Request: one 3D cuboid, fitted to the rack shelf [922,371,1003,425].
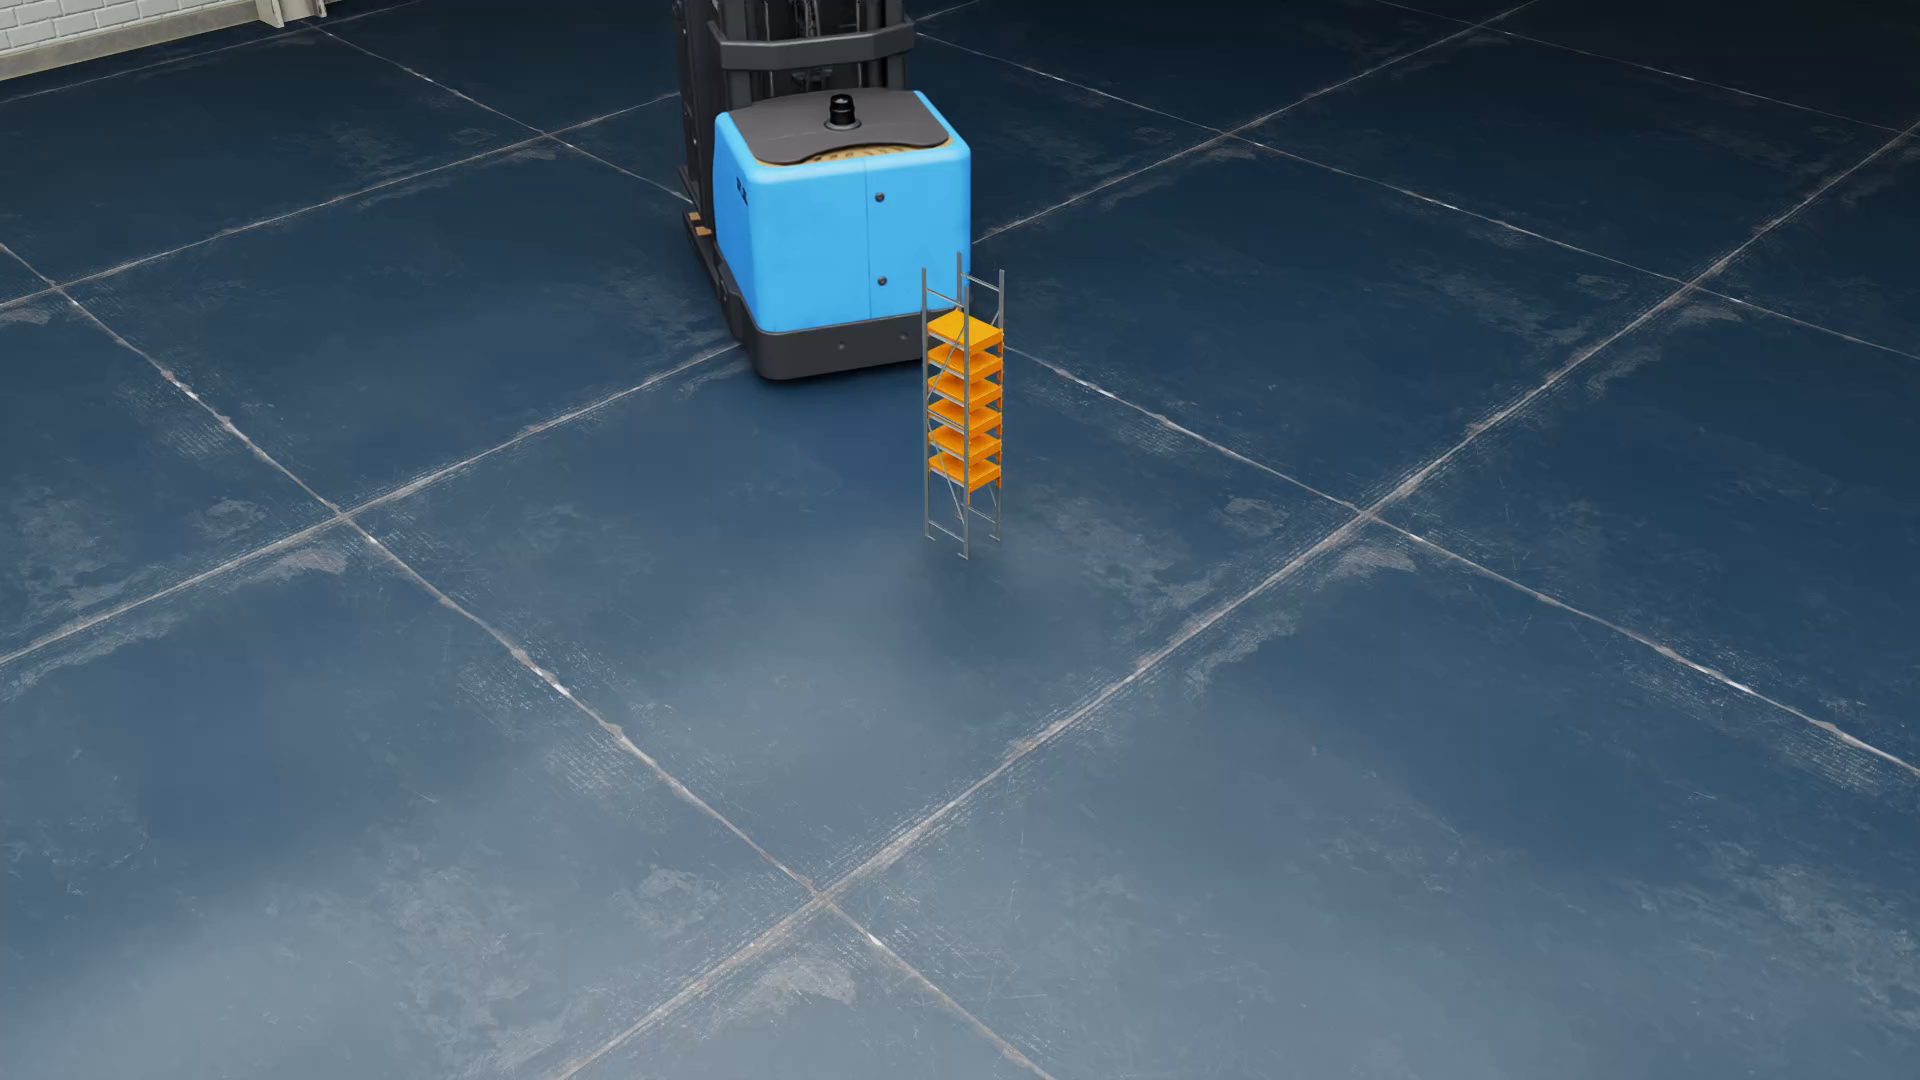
[{"bbox_3d":[0.010,-0.560,6.372,0.258,0.103,0.180,30,45,35],"label":"rack shelf"}]

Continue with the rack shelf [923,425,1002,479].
[{"bbox_3d":[0.010,-0.363,6.509,0.258,0.103,0.180,30,45,35],"label":"rack shelf"}]

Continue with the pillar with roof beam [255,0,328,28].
[{"bbox_3d":[-1.876,-5.821,7.230,9.100,9.000,0.400,30,45,35],"label":"pillar with roof beam"}]

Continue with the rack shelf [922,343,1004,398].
[{"bbox_3d":[0.010,-0.658,6.303,0.258,0.103,0.180,30,45,35],"label":"rack shelf"}]

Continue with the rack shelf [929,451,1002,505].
[{"bbox_3d":[0.010,-0.265,6.578,0.258,0.103,0.180,30,45,35],"label":"rack shelf"}]

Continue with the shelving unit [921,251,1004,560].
[{"bbox_3d":[0.010,-0.498,6.415,0.258,1.200,0.189,30,45,35],"label":"shelving unit"}]

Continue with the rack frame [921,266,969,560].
[{"bbox_3d":[-0.054,-0.461,6.362,0.240,1.200,0.006,30,45,35],"label":"rack frame"}]

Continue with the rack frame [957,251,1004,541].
[{"bbox_3d":[0.075,-0.535,6.468,0.240,1.200,0.006,30,45,35],"label":"rack frame"}]

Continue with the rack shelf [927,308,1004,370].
[{"bbox_3d":[0.010,-0.757,6.235,0.258,0.103,0.180,30,45,35],"label":"rack shelf"}]

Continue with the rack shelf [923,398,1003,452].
[{"bbox_3d":[0.010,-0.462,6.441,0.258,0.103,0.180,30,45,35],"label":"rack shelf"}]

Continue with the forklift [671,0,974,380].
[{"bbox_3d":[-0.874,-2.782,8.177,1.130,2.935,3.031,-11,36,-15],"label":"forklift"}]
